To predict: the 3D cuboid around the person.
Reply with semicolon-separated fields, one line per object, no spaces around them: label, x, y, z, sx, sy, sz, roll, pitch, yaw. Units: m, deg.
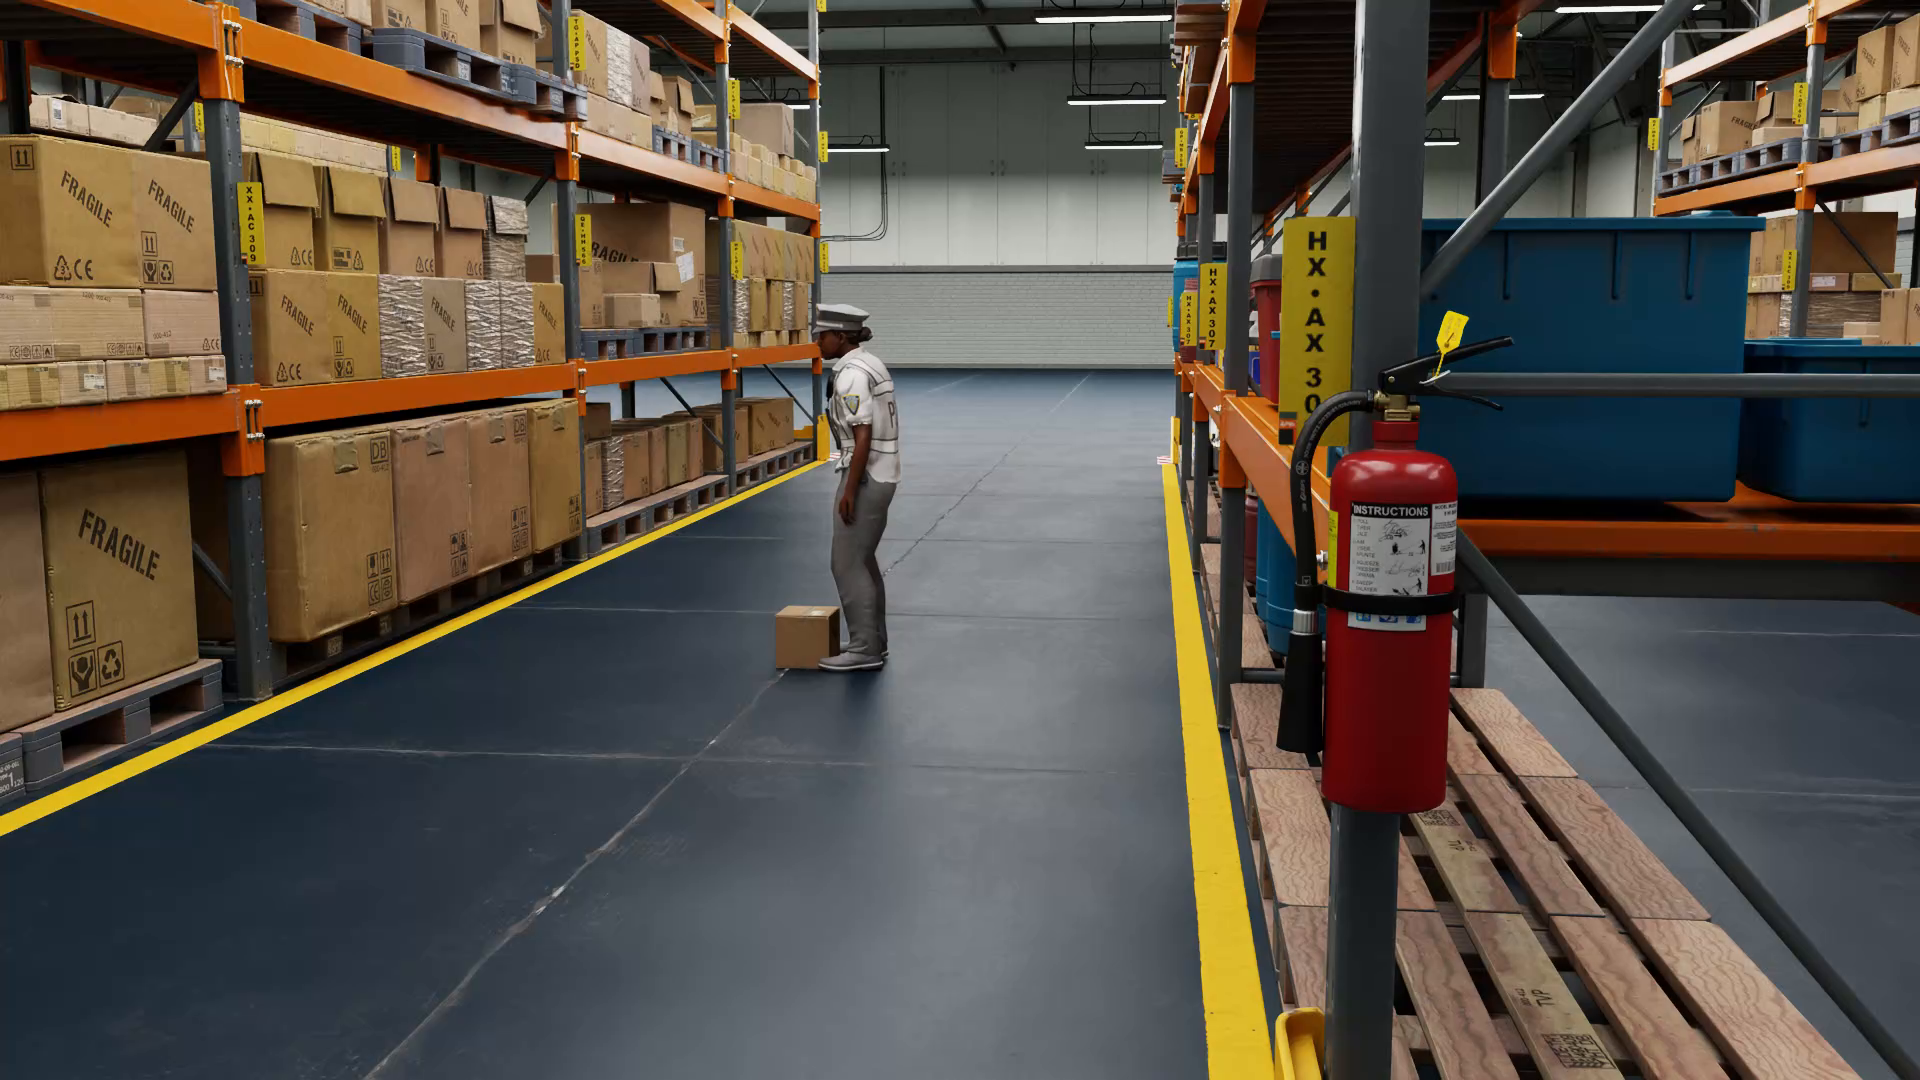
person;-0.469;-0.245;7.605;0.397;1.660;0.531;0;8;3
